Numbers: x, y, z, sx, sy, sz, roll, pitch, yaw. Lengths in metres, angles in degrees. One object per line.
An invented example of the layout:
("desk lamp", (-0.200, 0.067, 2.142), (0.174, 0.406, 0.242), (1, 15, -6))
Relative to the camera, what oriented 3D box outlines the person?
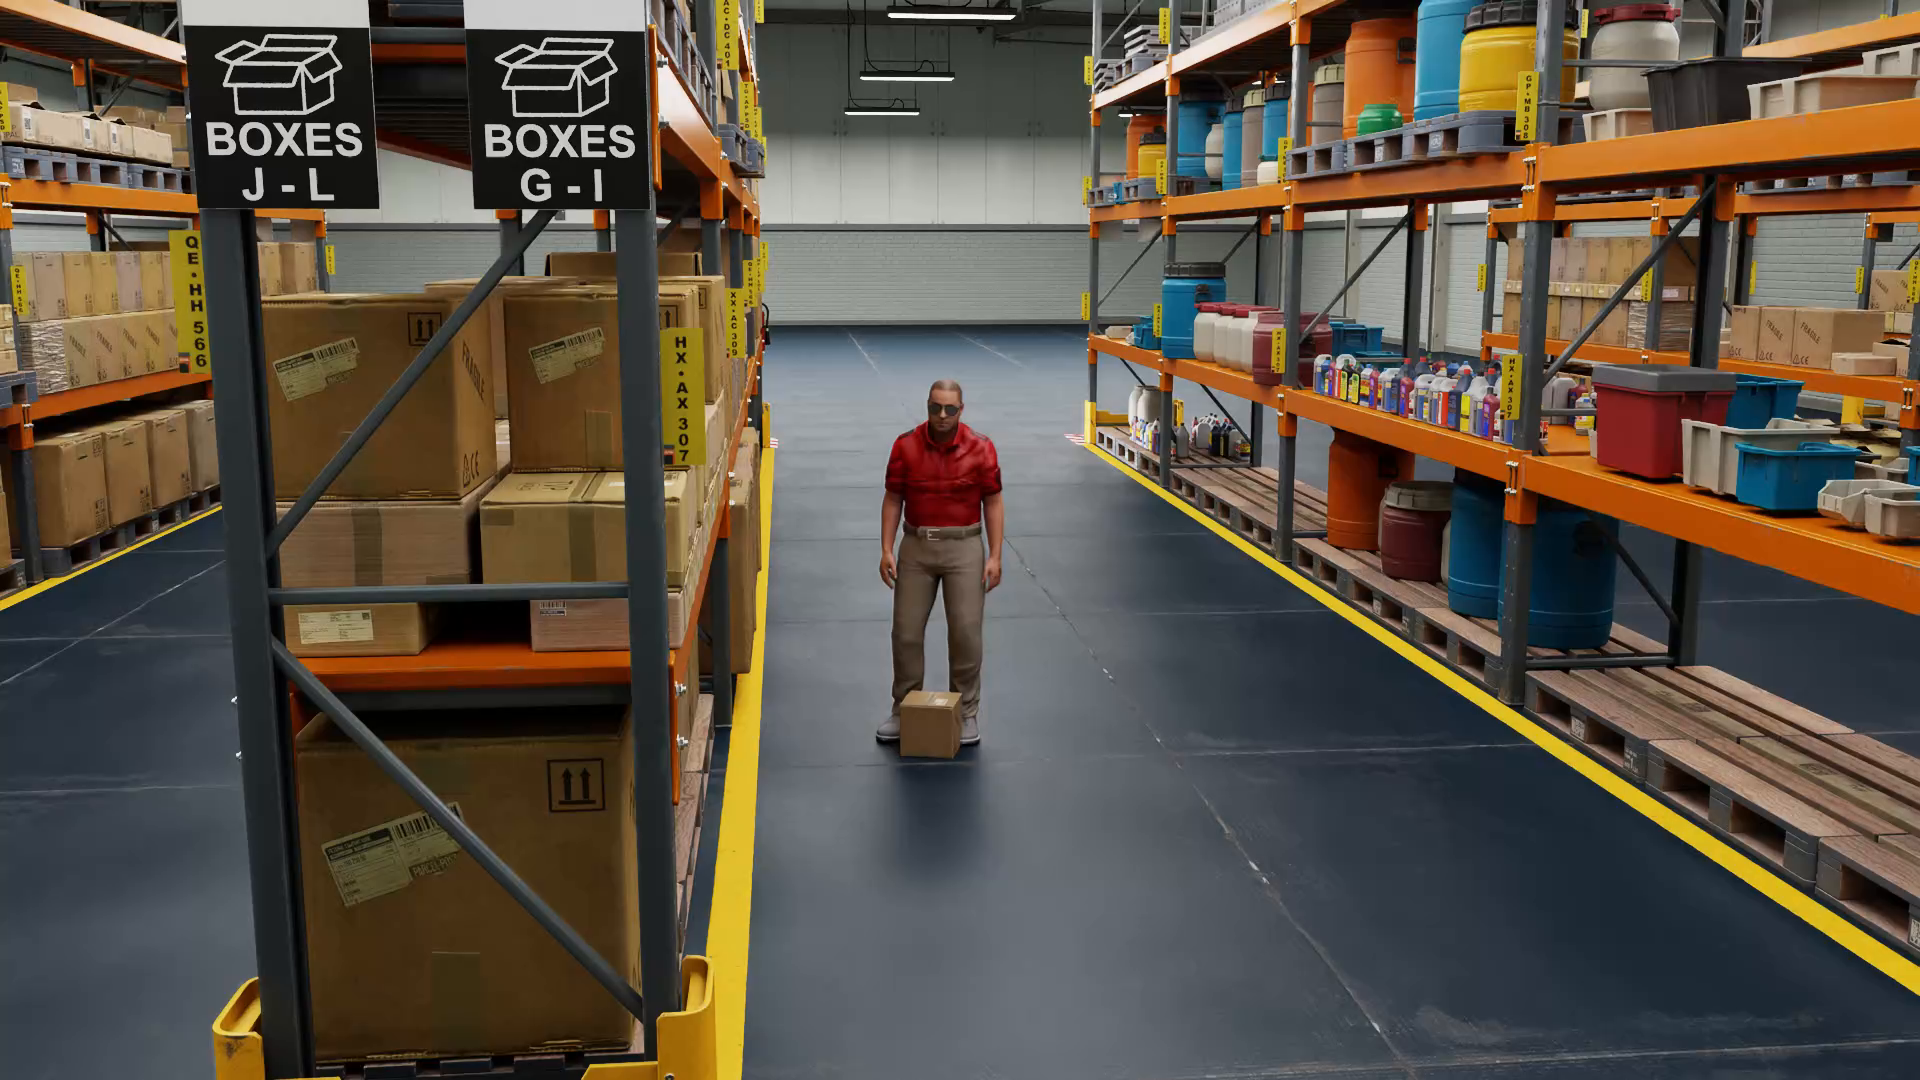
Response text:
("person", (-0.094, 0.093, 7.913), (0.601, 1.726, 0.399), (1, 10, 6))
